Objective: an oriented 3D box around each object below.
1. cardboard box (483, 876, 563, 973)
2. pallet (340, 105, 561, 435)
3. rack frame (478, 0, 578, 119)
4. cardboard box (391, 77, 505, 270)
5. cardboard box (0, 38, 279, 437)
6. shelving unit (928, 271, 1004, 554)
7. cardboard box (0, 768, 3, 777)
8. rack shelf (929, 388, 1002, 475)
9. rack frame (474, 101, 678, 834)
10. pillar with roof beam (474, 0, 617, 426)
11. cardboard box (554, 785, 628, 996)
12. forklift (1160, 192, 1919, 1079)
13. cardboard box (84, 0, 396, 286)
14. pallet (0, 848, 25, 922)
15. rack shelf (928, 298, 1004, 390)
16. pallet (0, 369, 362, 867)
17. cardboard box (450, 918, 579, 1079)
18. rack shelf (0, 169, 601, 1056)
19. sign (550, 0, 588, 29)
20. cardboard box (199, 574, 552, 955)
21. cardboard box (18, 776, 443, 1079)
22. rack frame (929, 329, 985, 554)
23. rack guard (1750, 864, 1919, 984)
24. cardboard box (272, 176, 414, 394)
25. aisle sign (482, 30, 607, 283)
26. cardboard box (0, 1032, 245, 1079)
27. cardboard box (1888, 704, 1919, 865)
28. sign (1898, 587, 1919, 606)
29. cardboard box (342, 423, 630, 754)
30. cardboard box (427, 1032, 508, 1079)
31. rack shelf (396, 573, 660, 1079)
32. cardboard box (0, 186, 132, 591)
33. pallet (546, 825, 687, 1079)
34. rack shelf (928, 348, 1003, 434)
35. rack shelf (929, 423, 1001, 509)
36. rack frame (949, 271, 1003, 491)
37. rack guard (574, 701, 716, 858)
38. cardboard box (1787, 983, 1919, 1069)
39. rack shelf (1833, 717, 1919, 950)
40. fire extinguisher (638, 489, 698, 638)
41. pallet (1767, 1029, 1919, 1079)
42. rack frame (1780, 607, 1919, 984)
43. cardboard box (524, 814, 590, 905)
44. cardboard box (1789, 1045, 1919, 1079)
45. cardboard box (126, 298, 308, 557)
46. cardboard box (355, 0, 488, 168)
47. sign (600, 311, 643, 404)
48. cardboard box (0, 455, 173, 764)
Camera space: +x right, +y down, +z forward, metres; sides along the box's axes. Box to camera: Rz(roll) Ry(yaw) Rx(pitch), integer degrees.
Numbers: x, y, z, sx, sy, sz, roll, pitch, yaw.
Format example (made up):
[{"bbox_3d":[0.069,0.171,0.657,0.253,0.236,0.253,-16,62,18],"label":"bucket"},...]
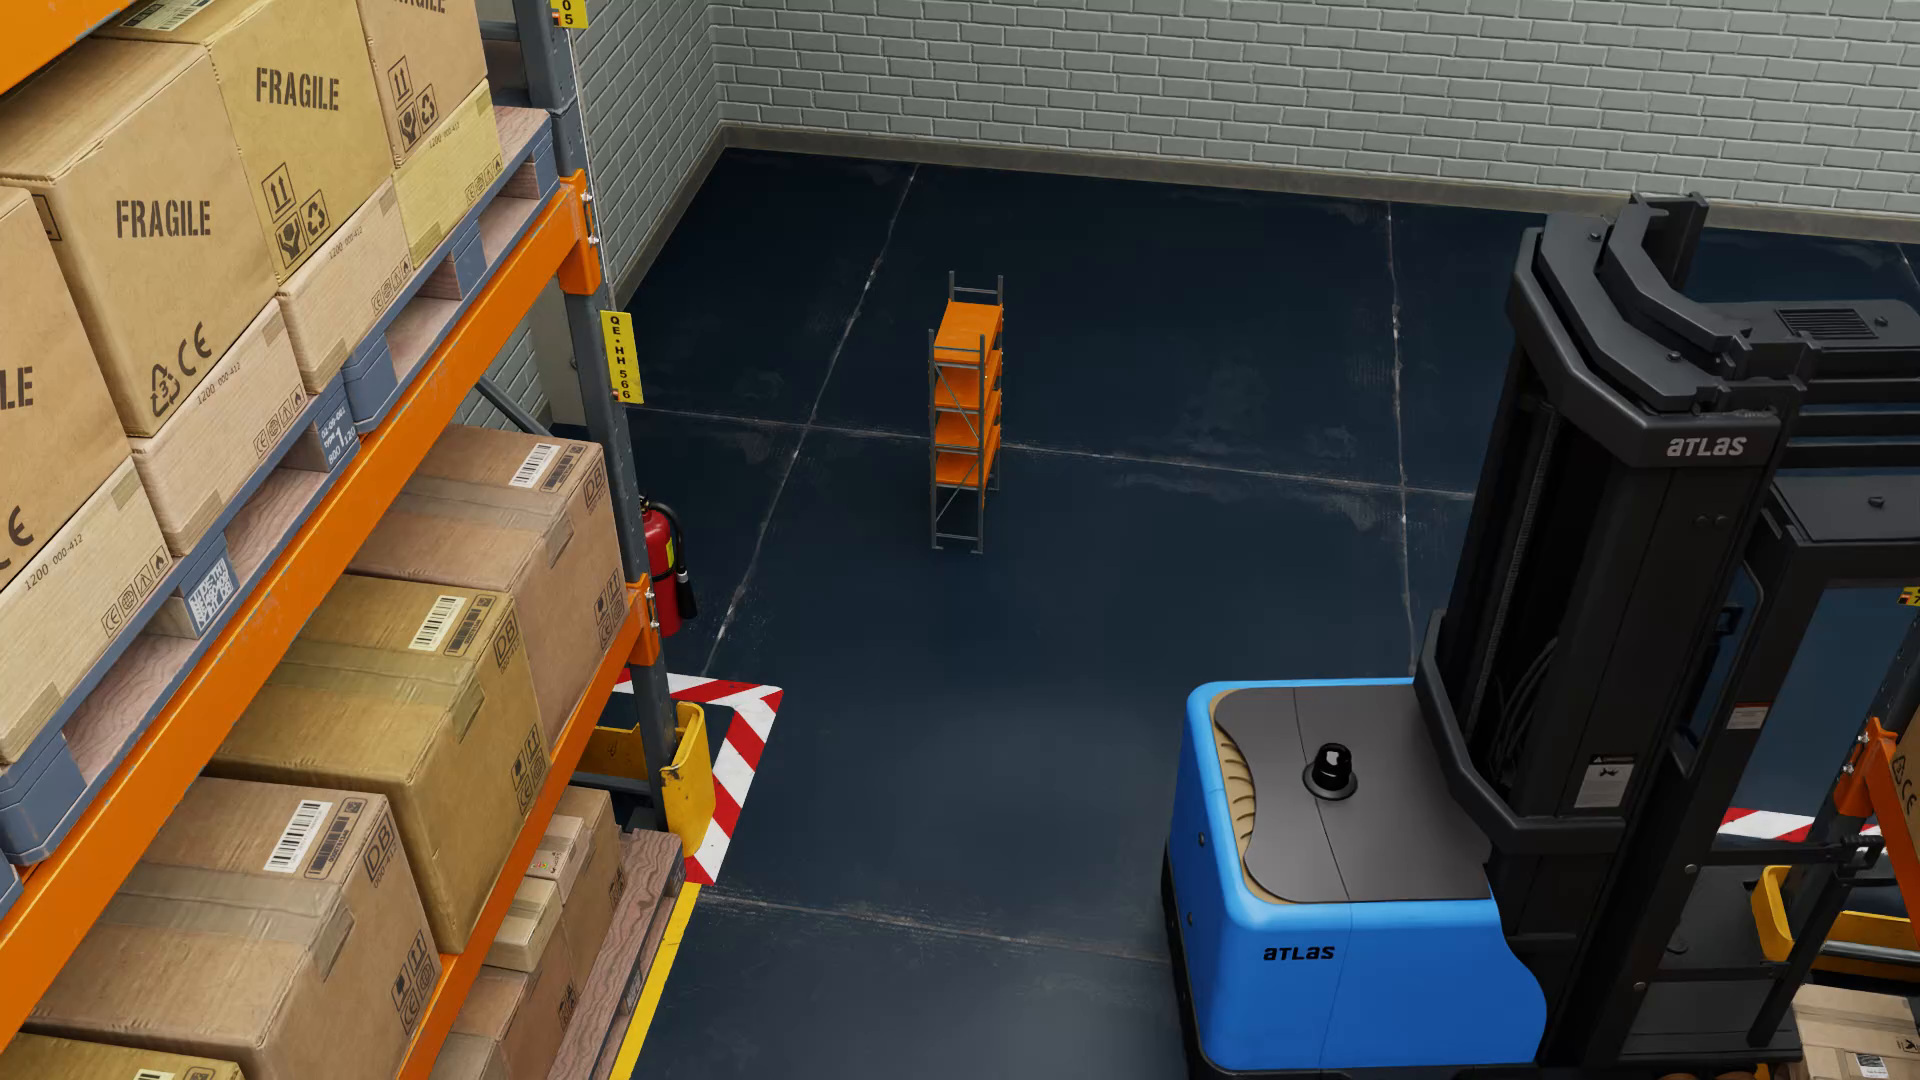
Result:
[{"bbox_3d":[-1.474,1.177,5.192,0.380,0.149,0.250,7,40,9],"label":"cardboard box"},{"bbox_3d":[-1.683,-0.741,4.105,1.003,0.211,1.213,6,40,8],"label":"pallet"},{"bbox_3d":[-1.565,-2.398,3.685,1.000,3.000,0.127,6,40,8],"label":"rack frame"},{"bbox_3d":[-1.430,-0.896,3.932,0.500,0.250,0.500,8,40,9],"label":"cardboard box"},{"bbox_3d":[-1.602,-0.543,2.917,0.500,0.500,0.500,5,40,6],"label":"cardboard box"},{"bbox_3d":[0.029,-0.566,7.590,0.258,1.200,0.503,6,40,8],"label":"shelving unit"},{"bbox_3d":[-1.776,0.403,2.361,0.500,0.250,0.500,6,40,7],"label":"cardboard box"},{"bbox_3d":[0.029,-0.514,7.633,0.258,0.148,0.480,6,40,8],"label":"rack shelf"},{"bbox_3d":[-1.565,-0.086,5.597,1.000,3.000,0.127,6,40,8],"label":"rack frame"},{"bbox_3d":[2.290,-3.713,5.276,9.100,9.000,0.400,6,40,8],"label":"pillar with roof beam"},{"bbox_3d":[-1.588,1.166,5.715,0.700,0.500,0.500,6,40,8],"label":"cardboard box"},{"bbox_3d":[2.273,0.452,5.000,3.031,2.935,1.130,-1,40,-1],"label":"forklift"},{"bbox_3d":[-1.520,-0.871,3.314,0.500,0.500,0.500,8,40,9],"label":"cardboard box"},{"bbox_3d":[-2.105,0.790,2.252,1.003,0.211,1.213,6,40,8],"label":"pallet"},{"bbox_3d":[0.029,-0.869,7.340,0.258,0.148,0.480,6,40,8],"label":"rack shelf"},{"bbox_3d":[-1.892,0.027,3.176,1.003,0.211,1.213,6,40,8],"label":"pallet"},{"bbox_3d":[-1.674,1.480,5.335,0.700,0.500,0.500,6,40,8],"label":"cardboard box"},{"bbox_3d":[-1.911,0.290,3.352,1.077,0.370,4.000,6,40,8],"label":"rack shelf"},{"bbox_3d":[-1.033,-1.484,4.301,0.100,0.325,0.005,6,40,8],"label":"sign"},{"bbox_3d":[-1.758,0.578,4.559,0.980,0.700,0.700,6,40,7],"label":"cardboard box"},{"bbox_3d":[-1.899,1.055,3.981,0.980,0.700,0.700,5,40,6],"label":"cardboard box"},{"bbox_3d":[-0.014,-0.413,7.405,0.240,1.200,0.015,6,40,8],"label":"rack frame"},{"bbox_3d":[3.301,1.469,5.678,1.175,0.500,0.348,6,40,8],"label":"rack guard"},{"bbox_3d":[-1.519,-0.569,3.536,0.500,0.250,0.500,5,40,6],"label":"cardboard box"},{"bbox_3d":[-1.257,-1.100,4.783,0.394,0.787,0.004,6,40,8],"label":"aisle sign"},{"bbox_3d":[-2.015,1.513,3.428,0.980,0.700,0.700,5,40,7],"label":"cardboard box"},{"bbox_3d":[2.978,0.669,4.605,0.500,0.500,0.500,7,40,9],"label":"cardboard box"},{"bbox_3d":[2.780,0.065,4.735,0.100,0.325,0.005,6,40,8],"label":"sign"},{"bbox_3d":[-1.643,0.120,5.113,0.980,0.700,0.700,8,40,10],"label":"cardboard box"},{"bbox_3d":[-1.760,1.796,4.953,0.700,0.500,0.500,5,40,6],"label":"cardboard box"},{"bbox_3d":[-1.911,1.447,4.308,1.077,0.370,4.000,6,40,8],"label":"rack shelf"},{"bbox_3d":[-1.695,-0.214,2.518,0.500,0.500,0.500,7,40,8],"label":"cardboard box"},{"bbox_3d":[-1.626,1.499,5.868,1.003,0.211,1.213,6,40,8],"label":"pallet"},{"bbox_3d":[0.029,-0.687,7.491,0.258,0.148,0.480,6,40,8],"label":"rack shelf"},{"bbox_3d":[0.029,-0.361,7.760,0.258,0.148,0.480,6,40,8],"label":"rack shelf"},{"bbox_3d":[0.071,-0.719,7.775,0.240,1.200,0.015,6,40,8],"label":"rack frame"},{"bbox_3d":[-1.561,0.862,6.411,1.175,0.500,0.348,6,40,8],"label":"rack guard"},{"bbox_3d":[2.904,1.612,5.435,0.380,0.149,0.250,6,40,8],"label":"cardboard box"},{"bbox_3d":[2.969,1.990,3.650,1.077,0.370,4.000,6,40,8],"label":"rack shelf"},{"bbox_3d":[-1.084,0.044,5.793,0.296,0.674,0.183,6,40,8],"label":"fire extinguisher"},{"bbox_3d":[3.164,2.081,5.165,1.003,0.211,1.213,6,40,8],"label":"pallet"},{"bbox_3d":[3.315,0.458,4.939,1.000,3.000,0.127,6,40,8],"label":"rack frame"},{"bbox_3d":[-1.430,1.017,5.386,0.380,0.149,0.250,6,40,7],"label":"cardboard box"},{"bbox_3d":[2.860,1.762,5.240,0.380,0.166,0.250,6,40,8],"label":"cardboard box"},{"bbox_3d":[-1.604,-0.242,3.141,0.500,0.250,0.500,5,40,6],"label":"cardboard box"},{"bbox_3d":[-1.423,-1.184,3.692,0.500,0.500,0.500,6,40,8],"label":"cardboard box"},{"bbox_3d":[-1.033,-0.555,5.069,0.100,0.325,0.005,6,40,8],"label":"sign"},{"bbox_3d":[-1.694,0.080,2.751,0.500,0.250,0.500,5,40,6],"label":"cardboard box"}]
